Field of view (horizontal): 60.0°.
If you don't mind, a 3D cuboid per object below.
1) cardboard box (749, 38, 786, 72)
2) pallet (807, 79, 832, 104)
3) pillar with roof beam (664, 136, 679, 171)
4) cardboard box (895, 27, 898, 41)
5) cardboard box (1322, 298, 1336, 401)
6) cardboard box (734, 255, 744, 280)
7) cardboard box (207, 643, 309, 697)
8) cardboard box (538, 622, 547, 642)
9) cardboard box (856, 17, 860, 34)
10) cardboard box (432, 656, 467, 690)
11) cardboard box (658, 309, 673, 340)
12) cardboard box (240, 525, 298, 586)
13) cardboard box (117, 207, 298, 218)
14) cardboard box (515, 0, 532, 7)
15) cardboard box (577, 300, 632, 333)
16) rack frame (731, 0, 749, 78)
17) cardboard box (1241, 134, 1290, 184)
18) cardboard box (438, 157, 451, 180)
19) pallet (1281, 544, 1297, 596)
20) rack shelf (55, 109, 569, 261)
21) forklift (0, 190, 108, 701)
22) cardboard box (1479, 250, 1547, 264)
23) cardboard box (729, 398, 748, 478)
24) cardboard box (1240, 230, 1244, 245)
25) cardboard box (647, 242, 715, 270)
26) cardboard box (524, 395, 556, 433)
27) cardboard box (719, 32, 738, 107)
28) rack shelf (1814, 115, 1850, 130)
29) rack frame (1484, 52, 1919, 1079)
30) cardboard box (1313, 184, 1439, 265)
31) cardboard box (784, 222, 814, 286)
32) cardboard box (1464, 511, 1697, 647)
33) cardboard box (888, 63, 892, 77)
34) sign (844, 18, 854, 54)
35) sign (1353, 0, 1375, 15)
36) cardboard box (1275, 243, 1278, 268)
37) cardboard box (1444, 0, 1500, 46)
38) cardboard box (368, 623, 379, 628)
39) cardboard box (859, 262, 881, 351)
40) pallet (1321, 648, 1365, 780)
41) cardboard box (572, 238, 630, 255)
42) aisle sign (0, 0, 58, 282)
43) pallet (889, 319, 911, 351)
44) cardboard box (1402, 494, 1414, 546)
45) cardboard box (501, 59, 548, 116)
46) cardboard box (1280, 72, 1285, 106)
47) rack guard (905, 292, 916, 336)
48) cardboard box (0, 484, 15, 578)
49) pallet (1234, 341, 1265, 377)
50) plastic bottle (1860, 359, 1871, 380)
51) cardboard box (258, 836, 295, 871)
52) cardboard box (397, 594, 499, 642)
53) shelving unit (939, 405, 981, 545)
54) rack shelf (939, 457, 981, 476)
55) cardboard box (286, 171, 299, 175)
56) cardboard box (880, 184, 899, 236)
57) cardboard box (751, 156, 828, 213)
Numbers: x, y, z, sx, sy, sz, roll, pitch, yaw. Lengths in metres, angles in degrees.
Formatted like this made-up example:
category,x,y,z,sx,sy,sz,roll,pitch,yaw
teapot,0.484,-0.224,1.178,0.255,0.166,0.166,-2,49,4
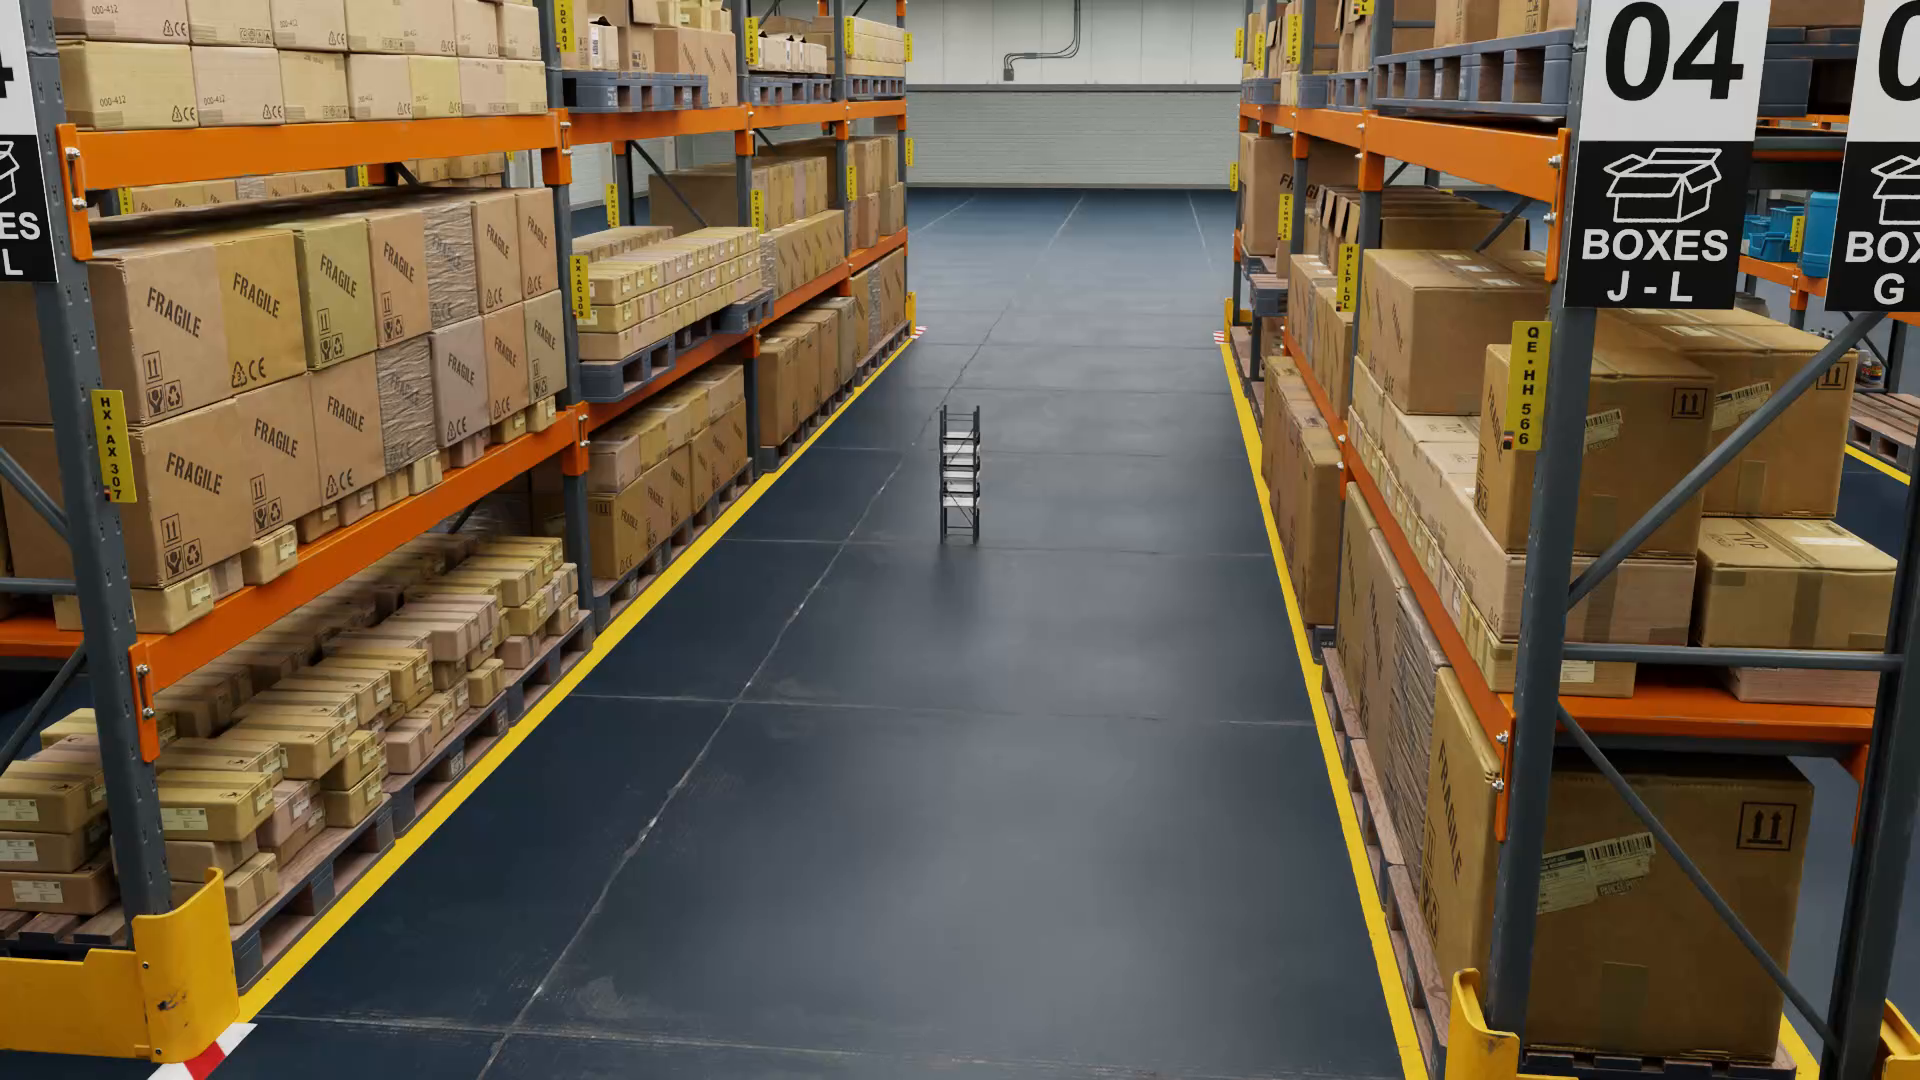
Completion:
category,x,y,z,sx,sy,sz,roll,pitch,yaw
cardboard box,-1.696,-3.877,13.297,0.500,0.250,0.500,2,15,8
pallet,-1.656,-4.093,15.171,0.805,0.209,1.217,1,15,4
pillar with roof beam,-4.323,-14.675,48.192,9.100,9.000,0.400,2,15,6
cardboard box,-0.909,-5.748,18.884,0.380,0.149,0.250,2,15,7
cardboard box,2.257,-1.035,9.051,0.500,0.500,0.500,2,15,8
cardboard box,-1.711,-1.885,11.493,0.380,0.149,0.250,2,15,8
cardboard box,-2.952,0.541,6.931,0.380,0.149,0.250,1,15,4
cardboard box,-2.322,0.449,8.413,0.380,0.149,0.250,2,15,8
cardboard box,-1.195,-5.090,16.449,0.380,0.149,0.250,2,15,6
cardboard box,-2.440,0.558,7.440,0.380,0.149,0.250,1,15,4
cardboard box,-1.915,-1.273,9.802,0.380,0.149,0.250,2,15,7
cardboard box,-2.522,0.047,5.721,0.380,0.149,0.250,1,15,5
cardboard box,-2.987,-1.068,6.690,0.500,0.500,0.500,1,15,4
cardboard box,-2.267,-2.622,7.930,0.380,0.149,0.250,1,15,4
cardboard box,-2.002,-1.215,9.016,0.380,0.149,0.250,2,15,7
rack frame,-2.052,-4.835,11.803,1.000,3.000,0.127,2,15,6
cardboard box,3.316,-4.122,17.983,0.500,0.500,0.500,2,15,6
cardboard box,-6.134,-4.277,18.557,0.700,0.500,0.500,2,15,6
pallet,2.560,0.097,10.398,1.003,0.211,1.213,2,15,6
rack shelf,-2.729,-1.484,6.533,1.077,0.370,4.000,2,15,6
forklift,-5.095,-0.851,8.694,1.130,2.935,3.031,1,15,4
cardboard box,2.627,-1.035,7.525,0.500,0.500,0.500,2,15,8
cardboard box,-1.867,-0.757,12.198,0.500,0.500,0.500,2,15,6
cardboard box,3.232,-3.267,17.979,0.380,0.149,0.250,2,15,6
cardboard box,-1.800,-1.832,10.726,0.380,0.149,0.250,2,15,9
cardboard box,-2.224,-0.629,8.224,0.380,0.149,0.250,1,15,5
cardboard box,-1.864,-3.280,11.606,0.500,0.500,0.500,2,15,6
rack shelf,8.011,-3.240,13.030,1.077,0.370,4.000,2,15,6
rack frame,1.962,0.308,4.276,1.000,3.000,0.127,2,15,6
cardboard box,2.766,-2.110,11.105,0.797,0.503,0.637,2,15,8
cardboard box,-1.563,-2.488,14.424,0.500,0.500,0.500,2,15,6
cardboard box,1.753,0.104,4.750,0.500,0.250,0.500,1,15,5
cardboard box,-0.965,-5.231,18.500,0.380,0.149,0.250,1,15,5
sign,-1.061,-4.812,15.873,0.100,0.325,0.005,2,15,6
sign,1.873,-2.592,7.662,0.100,0.325,0.005,2,15,6
cardboard box,2.784,-2.345,13.541,0.396,0.266,0.258,1,15,5
cardboard box,2.119,-2.001,5.881,0.700,0.500,0.500,2,15,9
cardboard box,-2.881,0.486,7.705,0.380,0.149,0.250,2,15,9
cardboard box,-1.363,-2.548,18.106,0.875,0.875,0.875,2,15,7
pallet,2.250,0.812,7.755,1.003,0.211,1.213,2,15,6
cardboard box,-2.416,-1.921,11.058,0.380,0.149,0.250,2,15,9
aisle sign,-2.665,-1.091,4.471,0.394,0.787,0.004,2,15,6
pallet,-1.162,-2.458,19.848,1.003,0.211,1.213,2,15,6
cardboard box,1.847,-0.069,6.152,0.380,0.149,0.250,2,15,7
cardboard box,-2.291,-2.142,7.877,0.500,0.250,0.500,2,15,8
cardboard box,2.776,-3.532,13.018,0.500,0.250,0.500,2,15,8
rack guard,-1.147,-2.813,20.609,1.175,0.500,0.348,2,15,6
cardboard box,-3.160,-0.180,5.320,0.500,0.500,0.500,2,15,7
pallet,3.492,-1.951,17.971,1.003,0.211,1.213,2,15,6
plastic bottle,8.732,-1.642,16.007,0.097,0.201,0.097,0,15,0
cardboard box,-2.630,1.113,5.958,0.380,0.149,0.250,2,15,6
cardboard box,-2.341,0.355,7.620,0.380,0.149,0.250,1,15,4
shelving unit,-0.001,-0.432,11.037,0.258,0.900,0.210,2,15,6
rack shelf,-0.001,-0.487,11.022,0.258,0.077,0.200,2,15,6
cardboard box,-6.423,-3.498,15.544,0.380,0.149,0.250,1,15,5
cardboard box,-1.187,-3.845,19.349,0.875,0.550,0.550,2,15,6
cardboard box,-1.651,-3.378,15.802,0.700,0.500,0.500,1,15,5
